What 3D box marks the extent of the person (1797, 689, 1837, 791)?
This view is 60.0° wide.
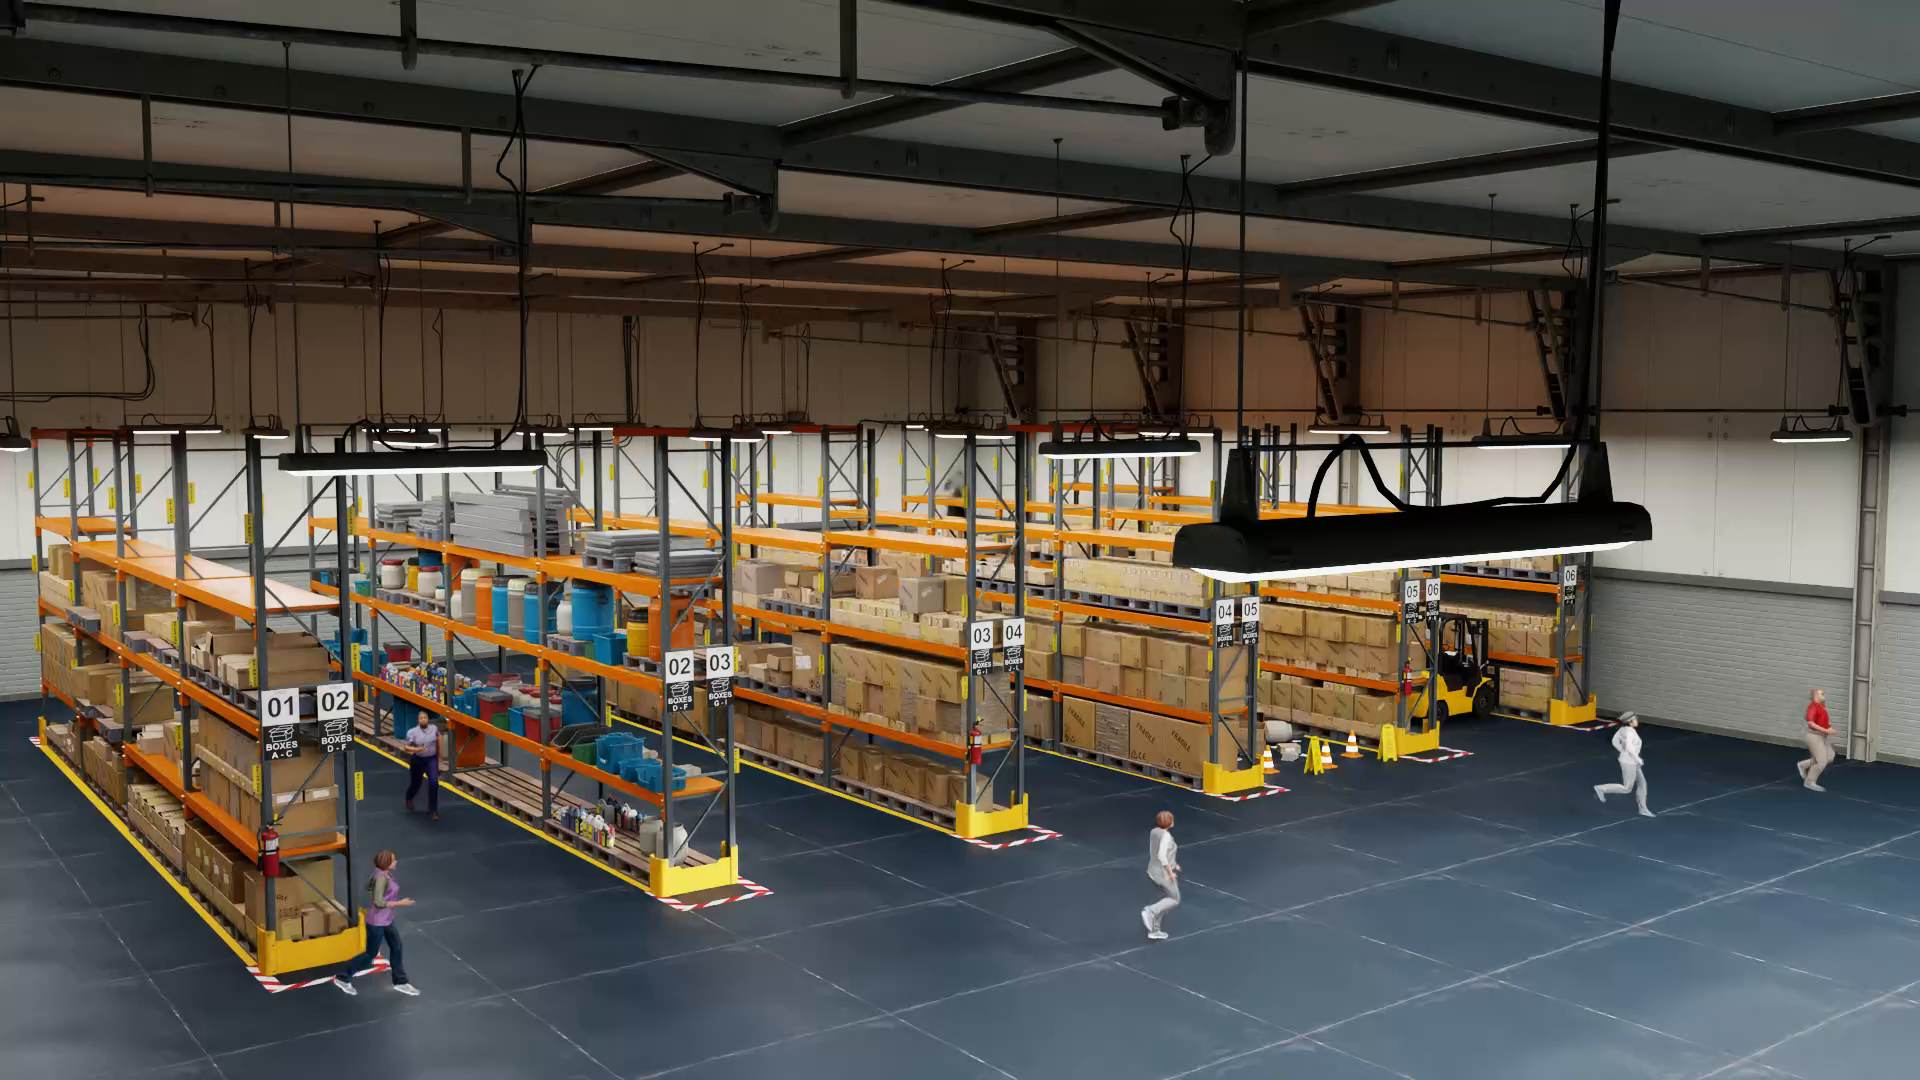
[{"bbox_3d":[14.302,3.318,27.708,0.585,1.693,0.705,3,6,36],"label":"person"}]

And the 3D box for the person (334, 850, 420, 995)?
[{"bbox_3d":[-6.275,4.127,17.867,0.860,1.611,0.507,-1,5,-7],"label":"person"}]

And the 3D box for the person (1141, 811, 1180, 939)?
[{"bbox_3d":[2.406,4.005,19.877,0.576,1.554,0.525,-1,5,-17],"label":"person"}]

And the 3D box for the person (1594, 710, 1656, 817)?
[{"bbox_3d":[10.388,3.489,25.924,0.944,1.686,0.602,1,5,14],"label":"person"}]

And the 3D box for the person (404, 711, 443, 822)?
[{"bbox_3d":[-8.353,3.488,25.896,0.614,1.666,0.930,-3,5,-31],"label":"person"}]
